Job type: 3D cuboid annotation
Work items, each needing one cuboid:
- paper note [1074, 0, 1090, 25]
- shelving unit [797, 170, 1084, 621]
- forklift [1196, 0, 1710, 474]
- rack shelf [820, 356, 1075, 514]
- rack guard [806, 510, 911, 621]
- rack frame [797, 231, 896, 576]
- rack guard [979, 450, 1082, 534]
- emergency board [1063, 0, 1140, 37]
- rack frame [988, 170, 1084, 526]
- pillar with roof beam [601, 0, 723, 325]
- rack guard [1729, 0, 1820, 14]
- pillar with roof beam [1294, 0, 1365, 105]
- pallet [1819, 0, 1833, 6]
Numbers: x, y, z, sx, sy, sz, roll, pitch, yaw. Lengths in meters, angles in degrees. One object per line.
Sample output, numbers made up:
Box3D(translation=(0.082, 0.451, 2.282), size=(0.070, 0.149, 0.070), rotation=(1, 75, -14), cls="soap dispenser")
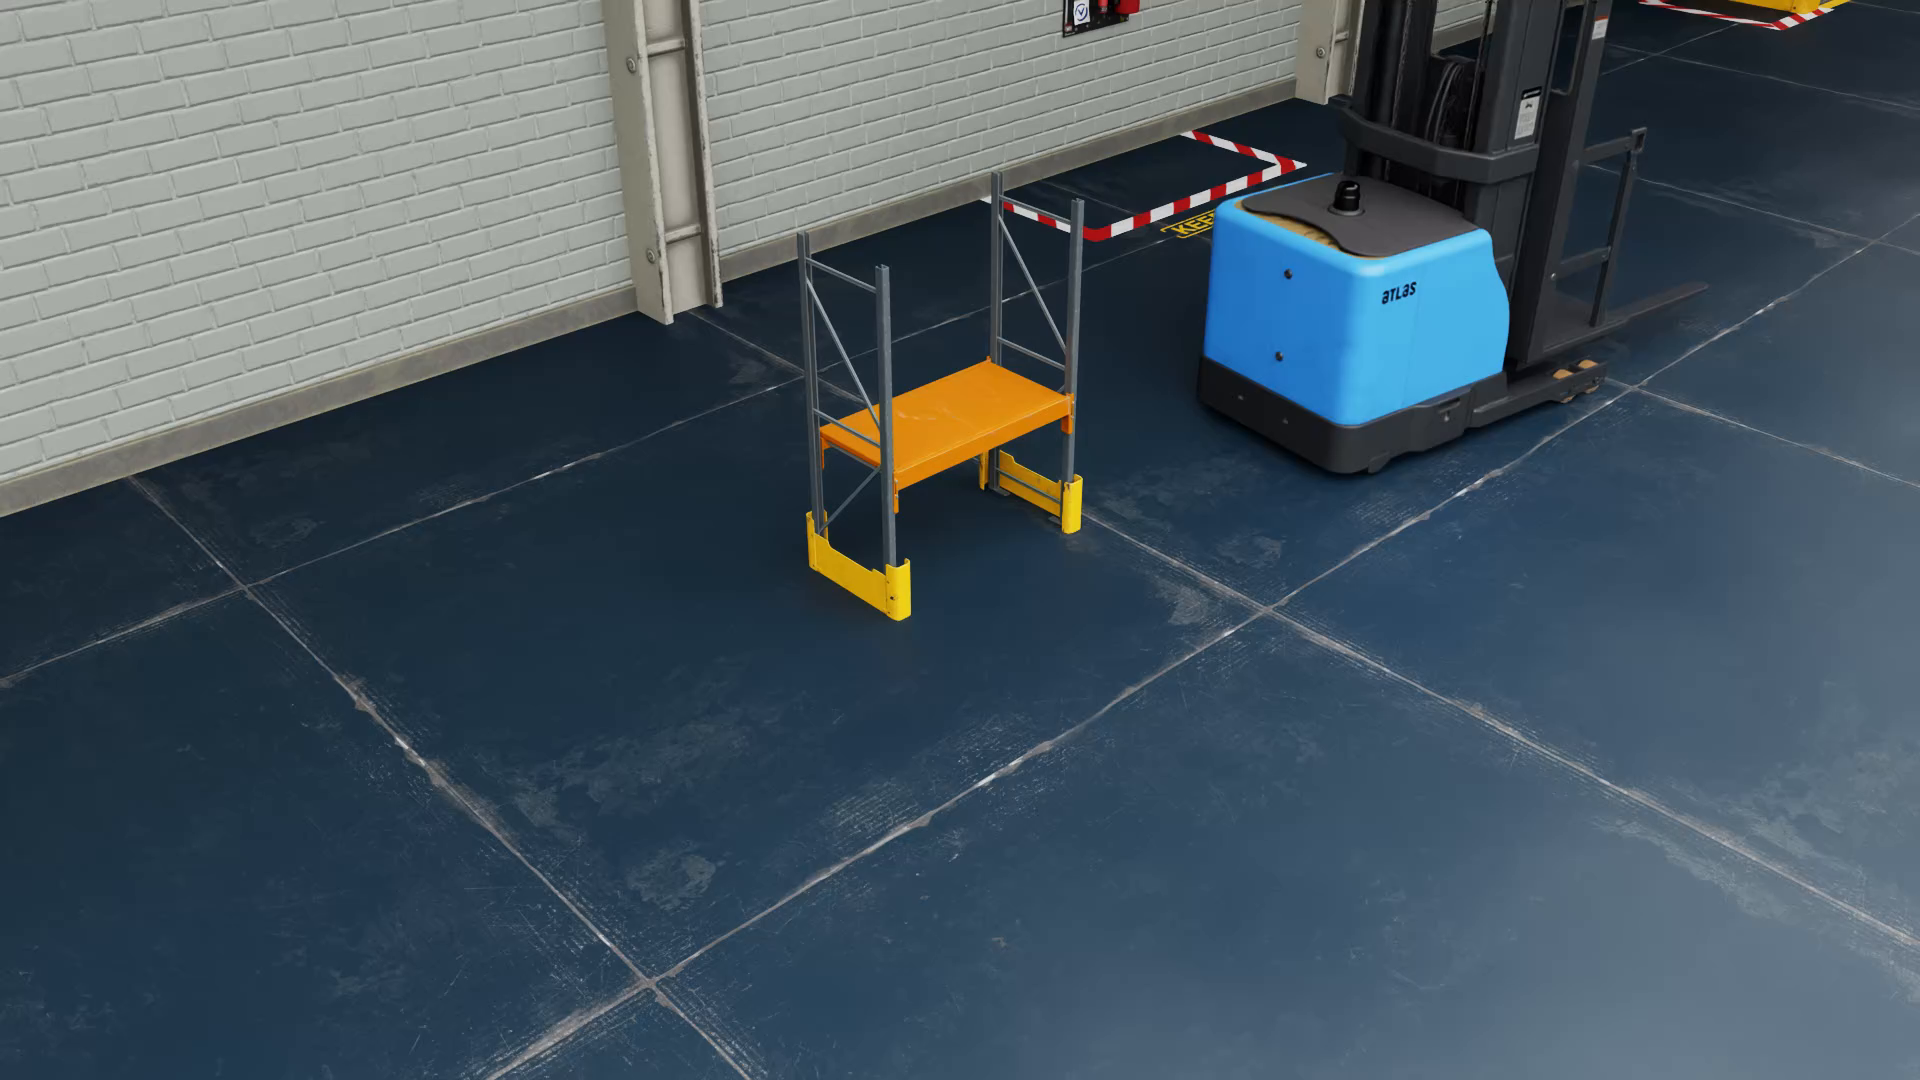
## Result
Box3D(translation=(0.798, -3.452, 10.865), size=(0.142, 0.148, 0.016), rotation=(-26, 40, -35), cls="paper note")
Box3D(translation=(-0.056, -0.613, 6.815), size=(1.083, 1.500, 0.587), rotation=(-26, 40, -35), cls="shelving unit")
Box3D(translation=(2.677, -2.146, 7.950), size=(3.031, 2.935, 1.130), rotation=(-20, 37, -29), cls="forklift")
Box3D(translation=(-0.063, -0.456, 6.903), size=(1.000, 0.185, 0.538), rotation=(-26, 40, -35), cls="rack shelf")
Box3D(translation=(-0.421, 0.097, 6.852), size=(0.087, 0.250, 0.587), rotation=(-26, 40, -35), cls="rack guard")
Box3D(translation=(-0.435, -0.429, 6.514), size=(0.032, 1.500, 0.500), rotation=(-26, 40, -35), cls="rack frame")
Box3D(translation=(0.309, -0.256, 7.429), size=(0.087, 0.250, 0.587), rotation=(-26, 40, -35), cls="rack guard")
Box3D(translation=(0.974, -3.865, 10.695), size=(0.643, 1.169, 0.194), rotation=(-26, 40, -35), cls="emergency board")
Box3D(translation=(0.310, -0.790, 7.104), size=(0.032, 1.500, 0.500), rotation=(-26, 40, -35), cls="rack frame")
Box3D(translation=(1.340, -3.511, 4.366), size=(0.400, 9.000, 9.100), rotation=(-26, 40, -35), cls="pillar with roof beam")
Box3D(translation=(7.343, -5.236, 15.334), size=(0.348, 0.500, 1.175), rotation=(-26, 40, -35), cls="rack guard")
Box3D(translation=(5.740, -5.639, 7.846), size=(0.400, 9.000, 9.100), rotation=(-26, 40, -35), cls="pillar with roof beam")
Box3D(translation=(7.963, -5.388, 15.858), size=(1.213, 0.211, 1.003), rotation=(-26, 40, -35), cls="pallet")
